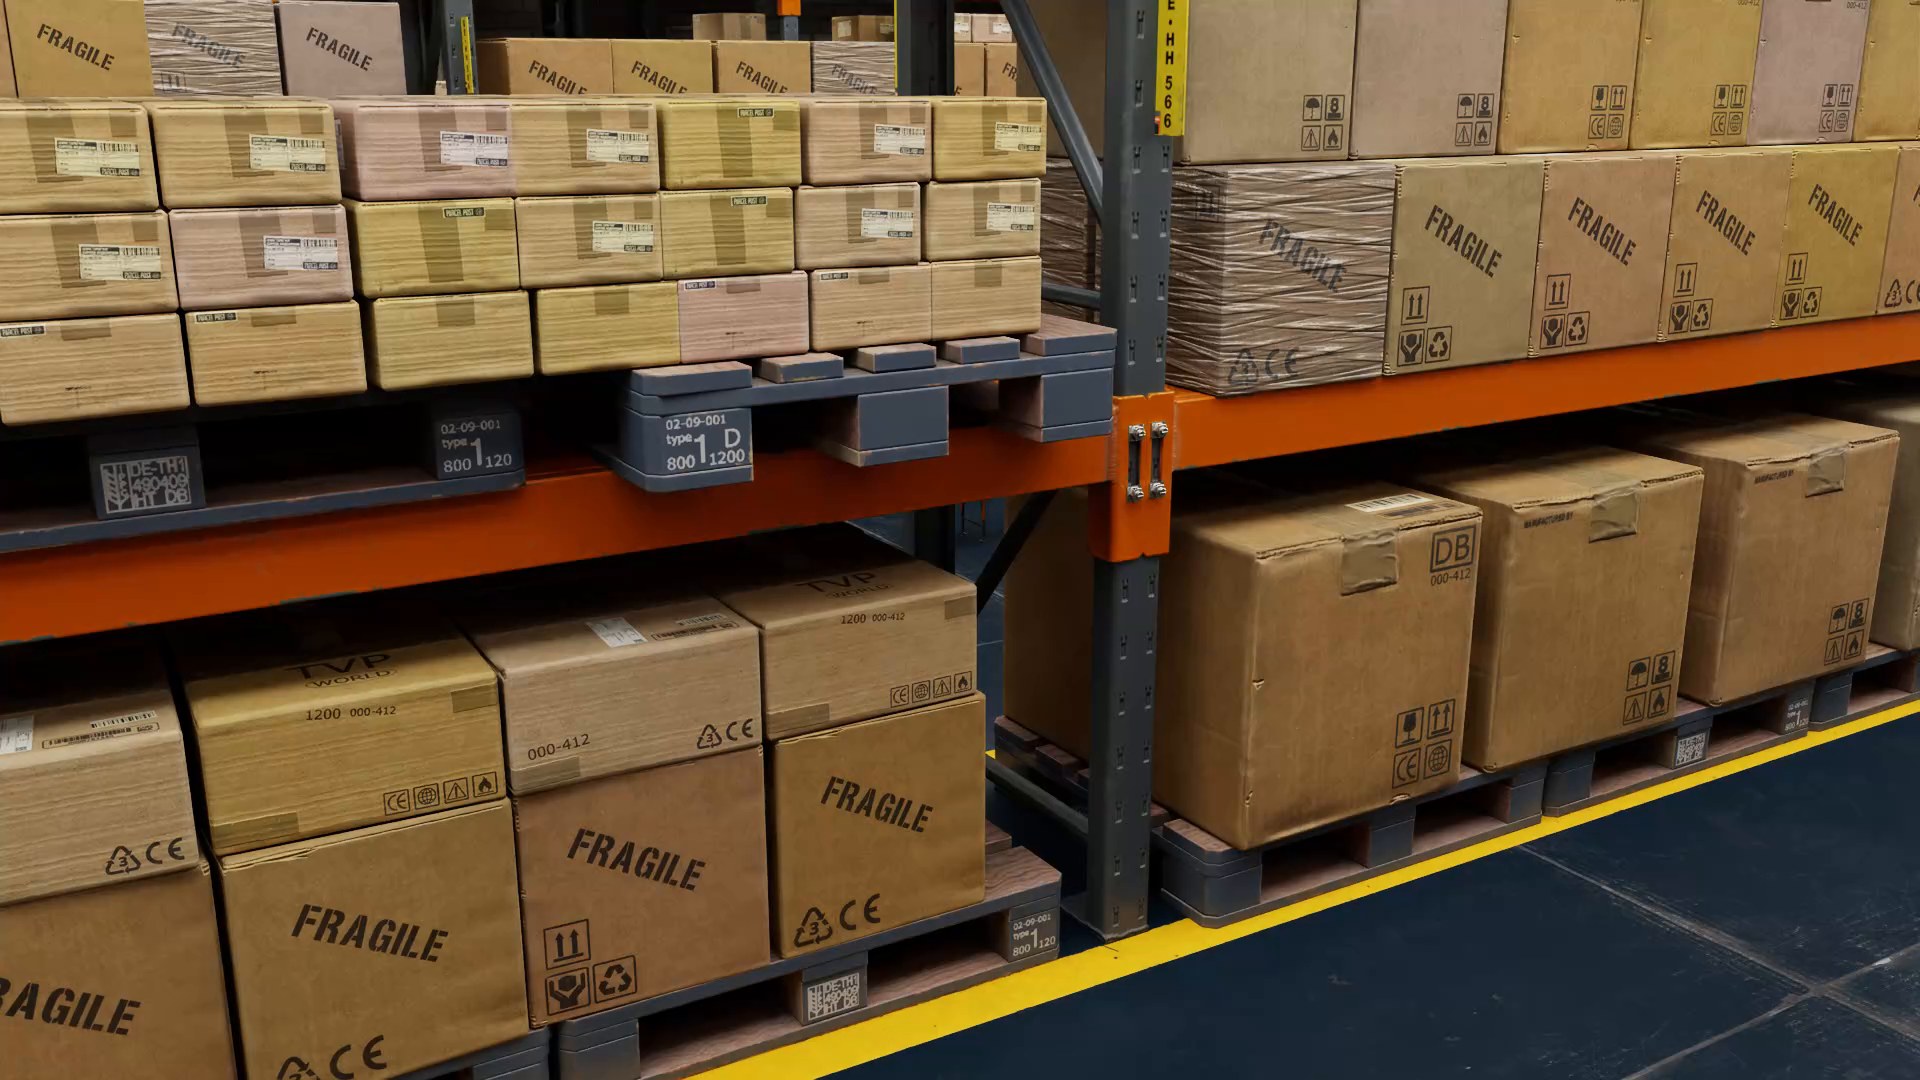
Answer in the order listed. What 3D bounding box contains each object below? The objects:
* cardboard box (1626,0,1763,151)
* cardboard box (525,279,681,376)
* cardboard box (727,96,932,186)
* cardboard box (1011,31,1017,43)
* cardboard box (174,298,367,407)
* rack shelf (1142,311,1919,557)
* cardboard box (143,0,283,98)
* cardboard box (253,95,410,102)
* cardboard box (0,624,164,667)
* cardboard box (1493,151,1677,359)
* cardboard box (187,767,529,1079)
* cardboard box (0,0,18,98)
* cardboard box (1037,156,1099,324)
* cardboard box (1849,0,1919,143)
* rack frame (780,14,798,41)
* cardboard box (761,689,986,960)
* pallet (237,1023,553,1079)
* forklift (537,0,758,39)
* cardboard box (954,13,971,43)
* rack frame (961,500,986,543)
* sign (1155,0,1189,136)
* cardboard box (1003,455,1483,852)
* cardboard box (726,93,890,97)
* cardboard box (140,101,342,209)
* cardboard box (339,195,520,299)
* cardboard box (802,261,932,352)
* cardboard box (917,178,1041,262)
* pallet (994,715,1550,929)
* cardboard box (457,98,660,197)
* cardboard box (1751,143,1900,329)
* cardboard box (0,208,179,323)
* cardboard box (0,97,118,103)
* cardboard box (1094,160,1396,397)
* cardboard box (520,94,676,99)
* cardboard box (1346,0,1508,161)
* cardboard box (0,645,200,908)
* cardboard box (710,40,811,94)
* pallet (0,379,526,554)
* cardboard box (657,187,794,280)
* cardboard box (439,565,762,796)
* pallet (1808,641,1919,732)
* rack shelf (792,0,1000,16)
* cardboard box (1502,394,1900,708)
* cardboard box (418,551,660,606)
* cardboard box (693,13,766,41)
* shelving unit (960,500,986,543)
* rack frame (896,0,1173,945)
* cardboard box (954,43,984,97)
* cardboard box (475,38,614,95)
[{"bbox_3d":[1.845,-1.406,4.832,0.500,0.500,0.700,-9,18,-30],"label":"cardboard box"},{"bbox_3d":[-0.690,-0.406,2.987,0.250,0.149,0.380,-9,18,-30],"label":"cardboard box"},{"bbox_3d":[-0.255,-0.762,3.157,0.250,0.149,0.380,-9,18,-30],"label":"cardboard box"},{"bbox_3d":[0.353,-3.013,9.884,0.250,0.149,0.380,-9,18,-30],"label":"cardboard box"},{"bbox_3d":[-1.143,-0.332,2.726,0.250,0.149,0.380,-9,18,-28],"label":"cardboard box"},{"bbox_3d":[1.860,-0.535,5.093,4.000,0.370,1.077,-9,18,-30],"label":"rack shelf"},{"bbox_3d":[-3.235,-2.058,7.158,0.500,0.500,0.500,-9,18,-29],"label":"cardboard box"},{"bbox_3d":[-1.250,-0.806,3.312,0.250,0.149,0.380,-8,18,-27],"label":"cardboard box"},{"bbox_3d":[-1.882,0.286,3.296,0.500,0.250,0.500,-10,19,-32],"label":"cardboard box"},{"bbox_3d":[1.536,-0.793,4.495,0.500,0.500,0.500,-9,18,-30],"label":"cardboard box"},{"bbox_3d":[-1.176,0.699,3.213,0.500,0.500,0.500,-10,19,-32],"label":"cardboard box"},{"bbox_3d":[-4.101,-1.922,6.672,0.500,0.500,0.500,-10,18,-31],"label":"cardboard box"},{"bbox_3d":[0.393,-0.776,4.436,0.500,0.500,0.500,-9,18,-30],"label":"cardboard box"},{"bbox_3d":[2.712,-1.546,5.331,0.500,0.500,0.700,-10,18,-31],"label":"cardboard box"},{"bbox_3d":[-1.621,-3.438,14.118,0.127,3.000,1.000,-9,18,-30],"label":"rack frame"},{"bbox_3d":[-0.284,0.550,3.743,0.500,0.500,0.500,-9,18,-30],"label":"cardboard box"},{"bbox_3d":[-1.570,1.016,3.393,1.213,0.211,1.003,-9,18,-30],"label":"pallet"},{"bbox_3d":[-1.967,-2.593,11.229,3.031,2.935,1.130,-9,18,-30],"label":"forklift"},{"bbox_3d":[-0.148,-2.738,8.902,0.250,0.149,0.380,-10,19,-32],"label":"cardboard box"},{"bbox_3d":[0.059,-0.515,7.302,0.008,1.050,0.200,-9,18,-30],"label":"rack frame"},{"bbox_3d":[0.433,-0.998,3.415,0.005,0.325,0.100,-9,18,-30],"label":"sign"},{"bbox_3d":[0.714,0.214,4.479,0.750,0.750,1.050,-9,18,-30],"label":"cardboard box"},{"bbox_3d":[-0.354,-0.951,3.830,0.250,0.149,0.380,-9,18,-30],"label":"cardboard box"},{"bbox_3d":[-1.148,-0.617,2.640,0.250,0.149,0.380,-8,18,-27],"label":"cardboard box"},{"bbox_3d":[-0.925,-0.510,2.809,0.250,0.149,0.380,-9,18,-30],"label":"cardboard box"},{"bbox_3d":[-0.254,-0.475,3.236,0.250,0.149,0.380,-9,18,-30],"label":"cardboard box"},{"bbox_3d":[-0.044,-0.654,3.320,0.250,0.149,0.380,-9,18,-29],"label":"cardboard box"},{"bbox_3d":[0.860,0.647,4.709,1.213,0.211,1.003,-9,18,-30],"label":"pallet"},{"bbox_3d":[-0.707,-0.688,2.892,0.250,0.149,0.380,-9,18,-28],"label":"cardboard box"},{"bbox_3d":[2.398,-0.932,4.994,0.500,0.500,0.500,-9,18,-29],"label":"cardboard box"},{"bbox_3d":[-1.369,-0.438,2.551,0.250,0.149,0.380,-10,18,-31],"label":"cardboard box"},{"bbox_3d":[-1.692,-0.735,3.058,0.250,0.149,0.380,-10,18,-30],"label":"cardboard box"},{"bbox_3d":[0.669,-0.651,3.990,0.500,0.500,0.500,-9,18,-29],"label":"cardboard box"},{"bbox_3d":[-0.792,-0.880,3.578,0.250,0.149,0.380,-9,18,-30],"label":"cardboard box"},{"bbox_3d":[0.968,-1.263,4.322,0.500,0.500,0.700,-10,18,-31],"label":"cardboard box"},{"bbox_3d":[-1.619,0.407,2.864,0.500,0.250,0.500,-8,18,-28],"label":"cardboard box"},{"bbox_3d":[-1.091,-2.286,8.495,0.500,0.500,0.500,-9,18,-29],"label":"cardboard box"},{"bbox_3d":[-1.530,-0.226,3.015,1.213,0.211,1.003,-9,18,-30],"label":"pallet"},{"bbox_3d":[-0.496,-0.579,3.054,0.250,0.149,0.380,-9,18,-28],"label":"cardboard box"},{"bbox_3d":[-0.733,0.266,3.369,0.500,0.250,0.500,-9,18,-29],"label":"cardboard box"},{"bbox_3d":[2.952,0.308,5.919,1.213,0.211,1.003,-9,18,-30],"label":"pallet"},{"bbox_3d":[0.093,-4.814,14.802,4.000,0.370,1.077,-9,18,-30],"label":"rack shelf"},{"bbox_3d":[2.260,-0.038,5.377,0.750,0.750,1.050,-9,18,-30],"label":"cardboard box"},{"bbox_3d":[-1.005,0.148,3.790,0.500,0.250,0.500,-9,18,-30],"label":"cardboard box"},{"bbox_3d":[-1.233,-2.733,8.886,0.250,0.149,0.380,-10,19,-32],"label":"cardboard box"},{"bbox_3d":[-0.046,-0.498,7.242,0.252,1.050,0.215,-9,18,-30],"label":"shelving unit"},{"bbox_3d":[0.145,-0.603,4.004,0.127,3.000,1.000,-9,18,-30],"label":"rack frame"},{"bbox_3d":[-0.209,-2.427,8.997,0.500,0.500,0.500,-9,18,-28],"label":"cardboard box"},{"bbox_3d":[-1.986,-2.137,7.961,0.500,0.500,0.500,-10,18,-31],"label":"cardboard box"}]
